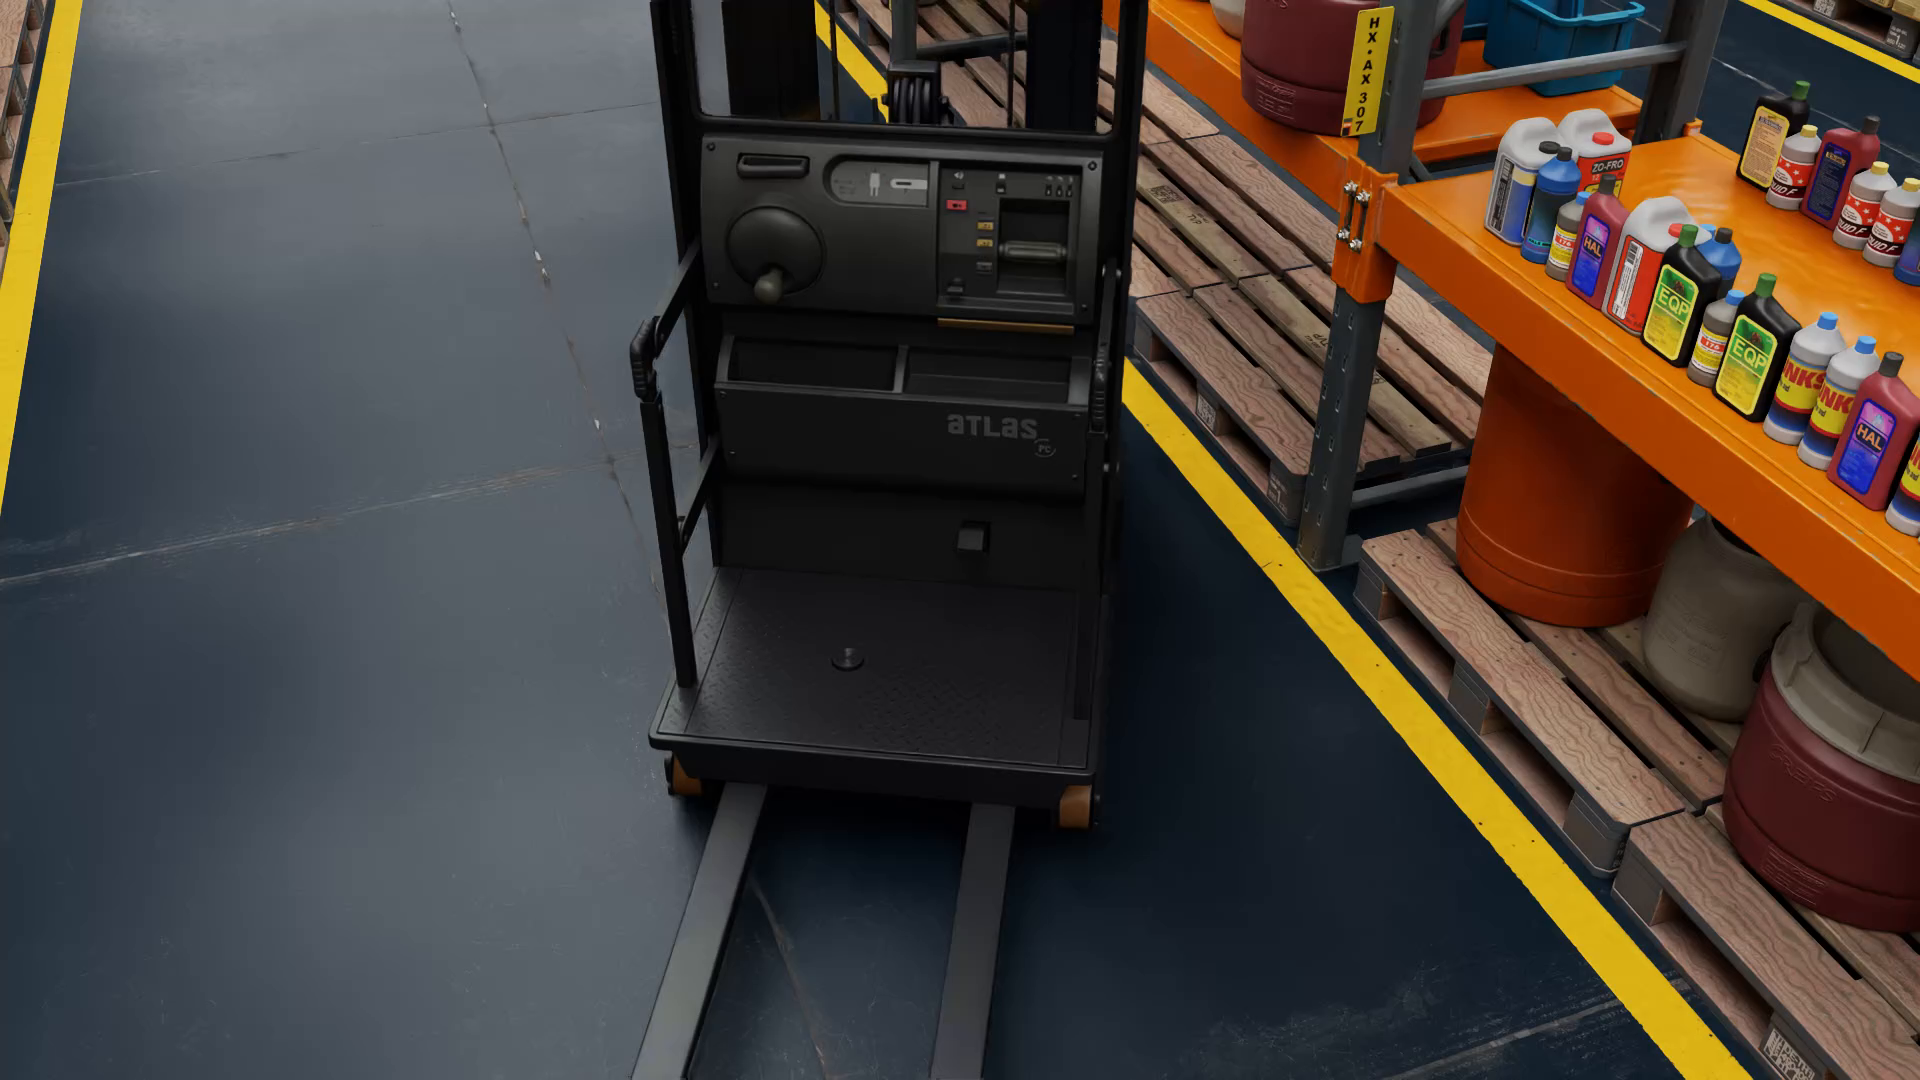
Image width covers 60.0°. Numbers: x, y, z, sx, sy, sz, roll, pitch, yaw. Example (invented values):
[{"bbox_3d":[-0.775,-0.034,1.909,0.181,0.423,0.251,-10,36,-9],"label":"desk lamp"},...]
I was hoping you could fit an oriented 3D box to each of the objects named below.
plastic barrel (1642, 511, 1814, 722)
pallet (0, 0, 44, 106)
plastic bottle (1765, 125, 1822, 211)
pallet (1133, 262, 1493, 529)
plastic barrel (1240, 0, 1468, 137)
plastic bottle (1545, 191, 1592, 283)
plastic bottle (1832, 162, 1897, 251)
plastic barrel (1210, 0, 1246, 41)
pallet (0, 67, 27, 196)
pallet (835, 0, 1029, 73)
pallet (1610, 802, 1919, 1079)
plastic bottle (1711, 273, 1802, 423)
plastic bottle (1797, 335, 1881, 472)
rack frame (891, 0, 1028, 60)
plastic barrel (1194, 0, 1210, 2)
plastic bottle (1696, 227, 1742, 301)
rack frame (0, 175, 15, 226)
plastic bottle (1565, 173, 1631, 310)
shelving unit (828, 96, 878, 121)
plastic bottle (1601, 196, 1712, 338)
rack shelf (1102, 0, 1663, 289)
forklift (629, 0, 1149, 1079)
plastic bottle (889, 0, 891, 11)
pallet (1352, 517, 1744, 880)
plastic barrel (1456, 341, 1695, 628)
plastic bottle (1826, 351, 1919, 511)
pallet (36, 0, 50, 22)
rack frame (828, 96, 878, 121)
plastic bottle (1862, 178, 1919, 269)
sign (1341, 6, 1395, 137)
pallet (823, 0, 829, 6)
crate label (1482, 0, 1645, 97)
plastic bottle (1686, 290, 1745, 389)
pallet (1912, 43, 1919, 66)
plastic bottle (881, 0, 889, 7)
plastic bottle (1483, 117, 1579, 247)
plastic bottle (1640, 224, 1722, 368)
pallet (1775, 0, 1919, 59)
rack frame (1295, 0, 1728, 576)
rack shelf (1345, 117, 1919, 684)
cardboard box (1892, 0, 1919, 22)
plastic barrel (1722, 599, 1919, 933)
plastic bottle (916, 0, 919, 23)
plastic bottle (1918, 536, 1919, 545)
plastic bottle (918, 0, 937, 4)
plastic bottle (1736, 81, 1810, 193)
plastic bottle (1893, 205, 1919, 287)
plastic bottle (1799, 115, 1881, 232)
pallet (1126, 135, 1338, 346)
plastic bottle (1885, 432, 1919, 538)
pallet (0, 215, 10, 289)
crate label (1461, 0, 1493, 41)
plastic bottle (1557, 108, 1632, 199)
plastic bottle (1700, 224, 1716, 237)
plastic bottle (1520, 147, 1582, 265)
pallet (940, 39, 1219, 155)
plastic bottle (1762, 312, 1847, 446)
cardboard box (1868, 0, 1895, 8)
[{"bbox_3d":[2.000,0.173,4.246,0.421,0.512,0.421,0,37,0],"label":"plastic barrel"},{"bbox_3d":[-5.177,-2.409,8.273,1.003,0.211,1.213,-12,39,-16],"label":"pallet"},{"bbox_3d":[2.100,-0.938,4.167,0.097,0.201,0.097,0,37,0],"label":"plastic bottle"},{"bbox_3d":[1.307,-0.558,5.816,1.003,0.211,1.213,-12,39,-16],"label":"pallet"},{"bbox_3d":[1.093,-1.480,4.609,0.600,0.536,0.708,-12,39,-16],"label":"plastic barrel"},{"bbox_3d":[1.430,-0.710,3.864,0.097,0.201,0.097,0,37,0],"label":"plastic bottle"},{"bbox_3d":[2.179,-0.808,3.994,0.097,0.201,0.097,0,37,0],"label":"plastic bottle"},{"bbox_3d":[0.983,-1.808,5.064,0.421,0.512,0.421,0,37,0],"label":"plastic barrel"},{"bbox_3d":[-4.754,-1.719,7.357,1.003,0.211,1.213,-12,39,-16],"label":"pallet"},{"bbox_3d":[-0.031,-2.760,8.739,1.003,0.211,1.213,-12,39,-16],"label":"pallet"},{"bbox_3d":[2.264,1.012,3.731,1.003,0.211,1.213,-12,39,-16],"label":"pallet"},{"bbox_3d":[1.625,-0.392,3.374,0.061,0.283,0.133,-12,39,-16],"label":"plastic bottle"},{"bbox_3d":[1.715,-0.271,3.223,0.097,0.271,0.097,0,37,0],"label":"plastic bottle"},{"bbox_3d":[0.161,-3.486,7.385,1.000,3.000,0.127,-12,39,-16],"label":"rack frame"},{"bbox_3d":[0.838,-2.046,5.380,0.421,0.512,0.421,0,37,0],"label":"plastic barrel"},{"bbox_3d":[1.613,-0.544,3.586,0.097,0.271,0.097,0,37,0],"label":"plastic bottle"},{"bbox_3d":[-4.490,-2.461,6.024,1.000,3.000,0.127,-12,39,-16],"label":"rack frame"},{"bbox_3d":[1.453,-0.674,3.748,0.061,0.283,0.133,-12,39,-16],"label":"plastic bottle"},{"bbox_3d":[-0.264,-0.934,5.617,0.215,1.050,0.252,-28,45,-32],"label":"shelving unit"},{"bbox_3d":[1.542,-0.604,3.662,0.152,0.276,0.135,-12,39,-16],"label":"plastic bottle"},{"bbox_3d":[0.849,-2.069,6.102,1.077,0.370,4.000,-12,39,-16],"label":"rack shelf"},{"bbox_3d":[-0.164,-0.652,3.680,1.130,2.935,3.031,4,37,5],"label":"forklift"},{"bbox_3d":[-0.314,-2.780,8.340,0.061,0.283,0.133,-11,38,-14],"label":"plastic bottle"},{"bbox_3d":[1.848,0.324,4.644,1.003,0.211,1.213,-12,39,-16],"label":"pallet"},{"bbox_3d":[1.722,-0.255,4.550,0.600,0.830,0.708,-12,39,-16],"label":"plastic barrel"},{"bbox_3d":[1.738,-0.206,3.128,0.061,0.283,0.133,-12,39,-16],"label":"plastic bottle"},{"bbox_3d":[-5.594,-3.097,9.187,1.003,0.211,1.213,-12,39,-16],"label":"pallet"},{"bbox_3d":[-0.346,-0.988,5.690,0.200,1.050,0.008,-28,45,-32],"label":"rack frame"},{"bbox_3d":[2.213,-0.753,3.921,0.097,0.201,0.097,0,37,0],"label":"plastic bottle"},{"bbox_3d":[1.023,-1.174,4.180,0.100,0.325,0.005,-12,39,-16],"label":"sign"},{"bbox_3d":[-0.455,-3.451,9.656,1.003,0.211,1.213,-12,39,-16],"label":"pallet"},{"bbox_3d":[1.744,-1.475,4.855,0.303,0.233,0.416,-12,39,-16],"label":"crate label"},{"bbox_3d":[1.602,-0.428,3.490,0.097,0.201,0.097,0,37,0],"label":"plastic bottle"},{"bbox_3d":[5.527,-2.297,8.125,1.003,0.211,1.213,-12,39,-16],"label":"pallet"},{"bbox_3d":[-0.331,-2.908,8.454,0.144,0.351,0.185,-13,39,-17],"label":"plastic bottle"},{"bbox_3d":[1.383,-0.866,4.009,0.152,0.276,0.135,-12,39,-16],"label":"plastic bottle"},{"bbox_3d":[1.545,-0.522,3.547,0.061,0.283,0.133,-12,39,-16],"label":"plastic bottle"},{"bbox_3d":[5.103,-2.988,9.041,1.003,0.211,1.213,-12,39,-16],"label":"pallet"},{"bbox_3d":[1.537,-1.227,4.385,1.000,3.000,0.127,-12,39,-16],"label":"rack frame"},{"bbox_3d":[2.226,0.191,3.102,1.077,0.370,4.000,-12,39,-16],"label":"rack shelf"},{"bbox_3d":[5.075,-2.719,8.303,0.500,0.250,0.500,-14,39,-17],"label":"cardboard box"},{"bbox_3d":[2.110,0.480,3.775,0.600,0.588,0.708,-12,39,-16],"label":"plastic barrel"},{"bbox_3d":[-0.257,-2.685,8.281,0.097,0.201,0.097,0,37,0],"label":"plastic bottle"},{"bbox_3d":[1.860,-0.082,2.969,0.152,0.276,0.135,-12,39,-16],"label":"plastic bottle"},{"bbox_3d":[-0.196,-2.938,8.493,0.144,0.351,0.185,-12,39,-16],"label":"plastic bottle"},{"bbox_3d":[2.077,-1.040,4.234,0.061,0.283,0.133,-12,39,-16],"label":"plastic bottle"},{"bbox_3d":[2.246,-0.726,3.827,0.097,0.271,0.097,0,37,0],"label":"plastic bottle"},{"bbox_3d":[2.157,-0.909,4.061,0.061,0.283,0.133,-12,39,-16],"label":"plastic bottle"},{"bbox_3d":[0.891,-1.247,6.729,1.003,0.211,1.213,-12,39,-16],"label":"pallet"},{"bbox_3d":[1.794,-0.140,3.050,0.097,0.271,0.097,0,37,0],"label":"plastic bottle"},{"bbox_3d":[-4.220,-0.907,6.279,1.003,0.211,1.213,-12,39,-16],"label":"pallet"},{"bbox_3d":[1.449,-1.858,5.194,0.502,0.435,0.616,-12,39,-16],"label":"crate label"},{"bbox_3d":[1.526,-0.897,4.051,0.152,0.276,0.135,-12,39,-16],"label":"plastic bottle"},{"bbox_3d":[1.653,-0.611,3.733,0.097,0.201,0.097,0,37,0],"label":"plastic bottle"},{"bbox_3d":[1.397,-0.793,3.916,0.097,0.271,0.097,0,37,0],"label":"plastic bottle"},{"bbox_3d":[0.468,-1.937,7.646,1.003,0.211,1.213,-12,39,-16],"label":"pallet"},{"bbox_3d":[1.682,-0.326,3.296,0.097,0.271,0.097,0,37,0],"label":"plastic bottle"},{"bbox_3d":[4.894,-3.011,8.691,0.500,0.250,0.500,-11,38,-15],"label":"cardboard box"}]
